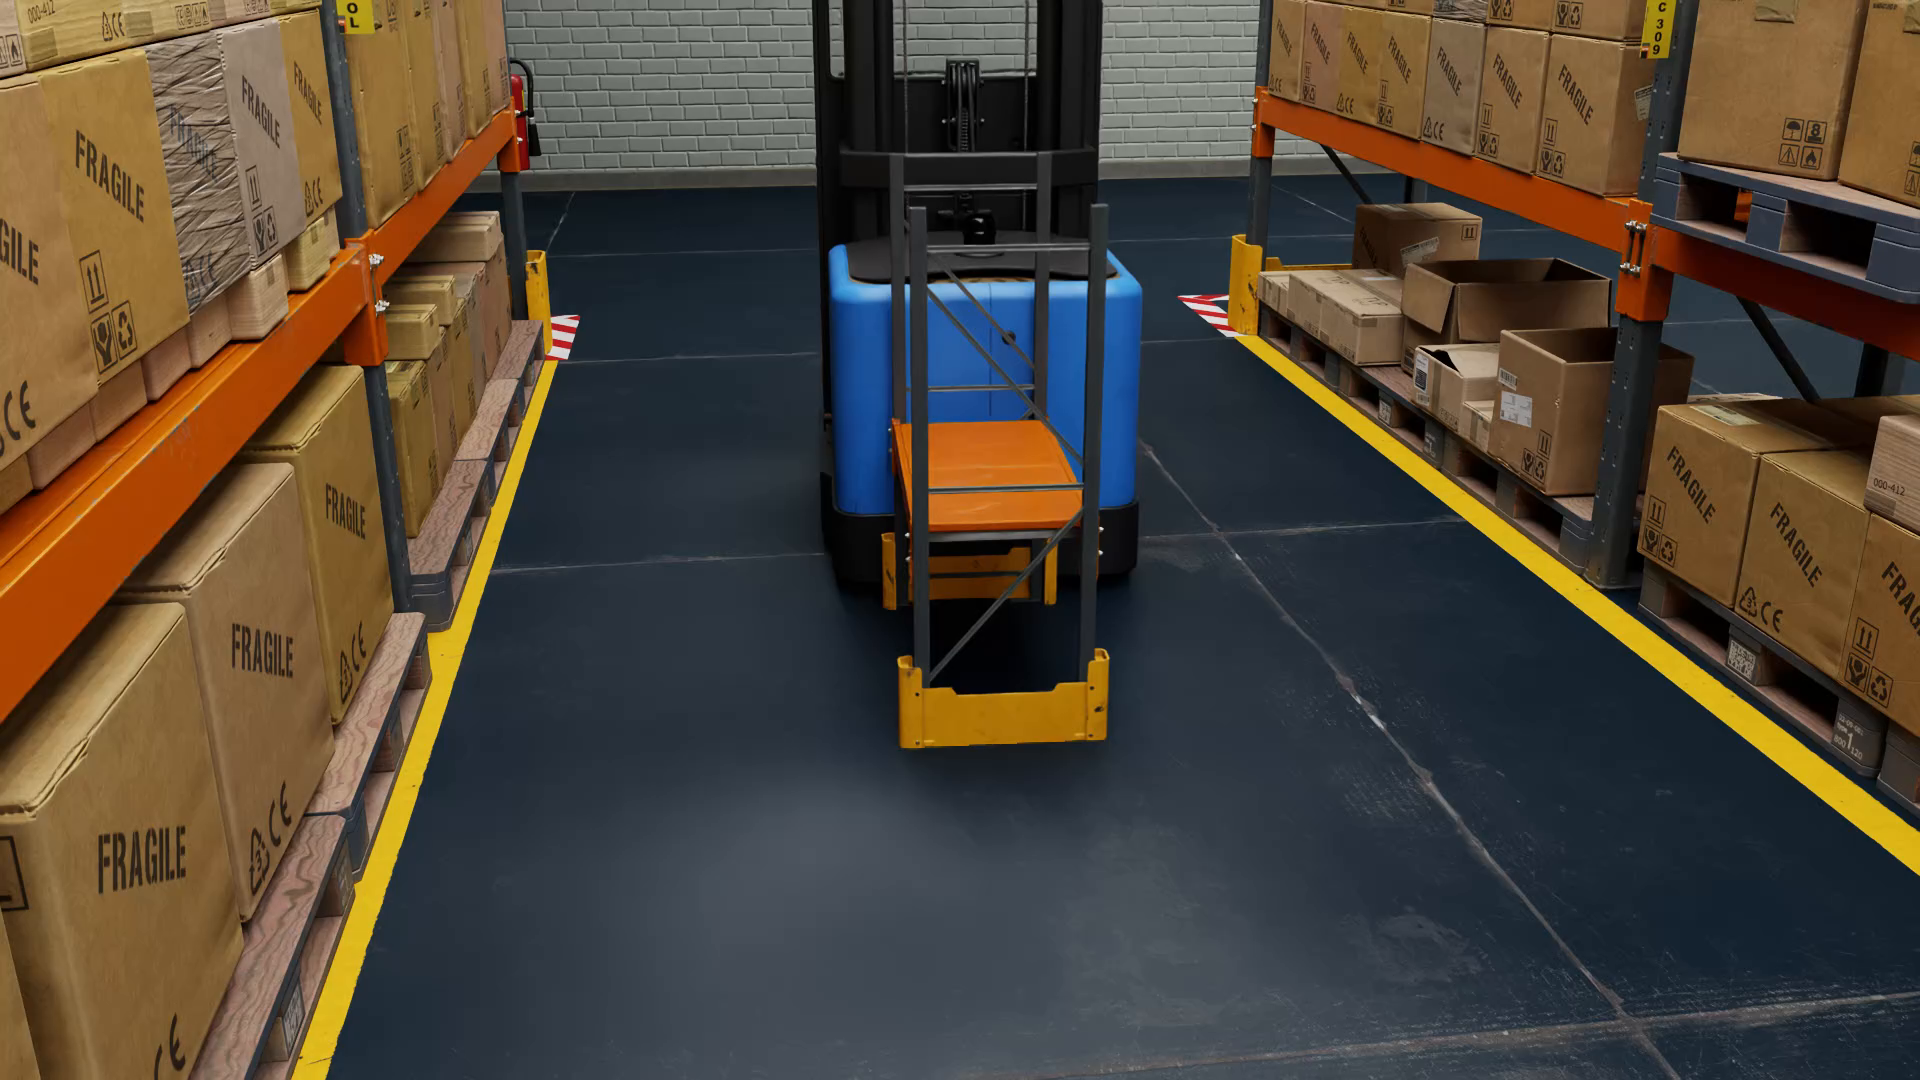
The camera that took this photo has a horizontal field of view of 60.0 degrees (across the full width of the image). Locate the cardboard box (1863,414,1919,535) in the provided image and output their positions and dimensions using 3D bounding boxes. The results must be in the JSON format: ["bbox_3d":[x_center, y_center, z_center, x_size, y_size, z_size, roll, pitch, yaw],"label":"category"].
[{"bbox_3d":[2.664,-0.132,4.155,0.500,0.250,0.500,-3,21,-8],"label":"cardboard box"}]

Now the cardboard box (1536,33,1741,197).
[{"bbox_3d":[2.366,-1.479,5.745,0.500,0.500,0.500,-3,21,-7],"label":"cardboard box"}]

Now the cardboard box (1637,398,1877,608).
[{"bbox_3d":[2.520,-0.127,5.213,0.500,0.500,0.500,-4,21,-10],"label":"cardboard box"}]

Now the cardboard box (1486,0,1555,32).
[{"bbox_3d":[2.286,-2.126,6.050,0.500,0.500,0.500,-3,21,-9],"label":"cardboard box"}]

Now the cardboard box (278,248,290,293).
[{"bbox_3d":[-1.829,-0.631,3.950,0.380,0.149,0.250,-2,21,-6],"label":"cardboard box"}]

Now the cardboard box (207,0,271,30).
[{"bbox_3d":[-1.825,-1.241,3.584,0.500,0.250,0.500,-2,21,-7],"label":"cardboard box"}]

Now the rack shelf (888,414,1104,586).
[{"bbox_3d":[0.078,-0.142,4.966,0.538,0.185,1.000,-2,21,-5],"label":"rack shelf"}]

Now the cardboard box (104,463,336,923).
[{"bbox_3d":[-1.856,0.316,3.556,0.750,0.750,0.750,-2,21,-6],"label":"cardboard box"}]

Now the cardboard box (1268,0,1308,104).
[{"bbox_3d":[1.918,-2.537,8.577,0.500,0.500,0.500,-2,21,-7],"label":"cardboard box"}]

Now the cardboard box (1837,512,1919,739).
[{"bbox_3d":[2.673,0.231,4.256,0.500,0.500,0.500,-3,21,-7],"label":"cardboard box"}]

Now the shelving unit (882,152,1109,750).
[{"bbox_3d":[0.077,-0.313,4.912,0.587,1.500,1.083,-2,21,-5],"label":"shelving unit"}]

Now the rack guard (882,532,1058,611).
[{"bbox_3d":[0.033,0.098,5.595,0.587,0.250,0.087,-2,21,-5],"label":"rack guard"}]

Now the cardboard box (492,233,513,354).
[{"bbox_3d":[-2.587,-1.194,8.098,0.700,0.500,0.500,-3,21,-8],"label":"cardboard box"}]

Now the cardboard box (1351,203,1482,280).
[{"bbox_3d":[2.437,-1.516,8.932,0.500,0.500,0.500,-3,21,-8],"label":"cardboard box"}]

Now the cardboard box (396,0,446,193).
[{"bbox_3d":[-2.372,-1.603,5.791,0.980,0.700,0.700,-3,21,-9],"label":"cardboard box"}]

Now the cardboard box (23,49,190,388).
[{"bbox_3d":[-1.670,-0.546,2.794,0.500,0.500,0.500,-2,21,-6],"label":"cardboard box"}]

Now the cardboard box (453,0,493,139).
[{"bbox_3d":[-2.587,-2.119,7.173,0.980,0.700,0.700,-3,21,-8],"label":"cardboard box"}]

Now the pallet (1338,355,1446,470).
[{"bbox_3d":[2.414,-0.626,7.592,1.003,0.211,1.213,-3,21,-8],"label":"pallet"}]

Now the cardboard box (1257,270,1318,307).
[{"bbox_3d":[1.835,-1.365,9.029,0.380,0.149,0.250,-3,21,-8],"label":"cardboard box"}]

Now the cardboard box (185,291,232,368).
[{"bbox_3d":[-1.763,-0.455,3.477,0.380,0.149,0.250,-3,21,-8],"label":"cardboard box"}]

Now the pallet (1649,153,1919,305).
[{"bbox_3d":[2.699,-0.900,4.612,1.003,0.211,1.213,-3,21,-8],"label":"pallet"}]

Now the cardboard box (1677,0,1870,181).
[{"bbox_3d":[2.538,-1.340,4.774,0.700,0.500,0.500,-10,23,-26],"label":"cardboard box"}]

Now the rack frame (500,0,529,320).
[{"bbox_3d":[-2.786,-2.405,8.370,1.000,3.000,0.127,-3,21,-8],"label":"rack frame"}]

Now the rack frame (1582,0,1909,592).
[{"bbox_3d":[2.692,-1.272,5.334,1.000,3.000,0.127,-3,21,-8],"label":"rack frame"}]

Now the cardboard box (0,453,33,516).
[{"bbox_3d":[-1.665,-0.097,2.519,0.380,0.149,0.250,-3,21,-7],"label":"cardboard box"}]

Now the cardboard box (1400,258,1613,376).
[{"bbox_3d":[2.416,-0.959,7.435,0.797,0.503,0.637,-3,21,-8],"label":"cardboard box"}]

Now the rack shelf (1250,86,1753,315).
[{"bbox_3d":[2.403,-1.627,7.314,1.077,0.370,4.000,-3,21,-8],"label":"rack shelf"}]

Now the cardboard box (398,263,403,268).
[{"bbox_3d":[-2.693,-1.269,7.372,0.380,0.149,0.250,-3,21,-7],"label":"cardboard box"}]

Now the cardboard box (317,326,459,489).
[{"bbox_3d":[-2.285,-0.484,6.199,0.700,0.500,0.500,-3,21,-8],"label":"cardboard box"}]

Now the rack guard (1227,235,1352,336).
[{"bbox_3d":[2.126,-1.459,9.409,1.175,0.500,0.348,-3,21,-8],"label":"rack guard"}]

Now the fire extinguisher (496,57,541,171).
[{"bbox_3d":[-2.352,-2.270,8.650,0.296,0.674,0.183,-3,21,-8],"label":"fire extinguisher"}]

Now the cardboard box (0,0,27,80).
[{"bbox_3d":[-1.598,-0.712,2.166,0.500,0.250,0.500,-3,21,-7],"label":"cardboard box"}]

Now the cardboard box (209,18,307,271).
[{"bbox_3d":[-1.811,-0.893,3.723,0.500,0.500,0.500,-3,21,-7],"label":"cardboard box"}]

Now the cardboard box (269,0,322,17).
[{"bbox_3d":[-1.889,-1.419,4.059,0.500,0.250,0.500,-2,21,-6],"label":"cardboard box"}]

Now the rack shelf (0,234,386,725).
[{"bbox_3d":[-1.922,0.009,2.933,1.077,0.370,4.000,-3,21,-8],"label":"rack shelf"}]

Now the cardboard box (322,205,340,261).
[{"bbox_3d":[-1.881,-0.809,4.427,0.380,0.149,0.250,-3,21,-7],"label":"cardboard box"}]

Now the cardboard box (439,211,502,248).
[{"bbox_3d":[-2.388,-1.462,7.890,0.380,0.149,0.250,-3,21,-8],"label":"cardboard box"}]

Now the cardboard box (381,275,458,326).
[{"bbox_3d":[-2.160,-0.923,6.445,0.380,0.149,0.250,-4,21,-9],"label":"cardboard box"}]

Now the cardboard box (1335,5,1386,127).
[{"bbox_3d":[2.067,-2.184,7.634,0.500,0.500,0.500,-3,21,-8],"label":"cardboard box"}]

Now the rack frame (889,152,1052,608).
[{"bbox_3d":[0.033,-0.487,5.378,0.500,1.500,0.032,-2,21,-5],"label":"rack frame"}]

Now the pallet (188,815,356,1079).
[{"bbox_3d":[-1.845,0.972,3.311,1.003,0.211,1.213,-3,21,-8],"label":"pallet"}]

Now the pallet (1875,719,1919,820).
[{"bbox_3d":[3.025,0.738,3.939,1.003,0.211,1.213,-3,21,-8],"label":"pallet"}]

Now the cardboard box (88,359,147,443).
[{"bbox_3d":[-1.714,-0.275,2.995,0.380,0.149,0.250,-2,21,-6],"label":"cardboard box"}]

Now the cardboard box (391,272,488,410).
[{"bbox_3d":[-2.441,-0.847,7.168,0.700,0.500,0.500,-4,21,-10],"label":"cardboard box"}]

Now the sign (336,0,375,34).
[{"bbox_3d":[-1.674,-1.557,4.555,0.100,0.325,0.005,-3,21,-8],"label":"sign"}]

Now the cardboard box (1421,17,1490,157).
[{"bbox_3d":[2.214,-1.835,6.699,0.500,0.500,0.500,-2,21,-7],"label":"cardboard box"}]

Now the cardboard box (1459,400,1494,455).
[{"bbox_3d":[2.215,-0.452,6.585,0.380,0.149,0.250,-3,21,-8],"label":"cardboard box"}]

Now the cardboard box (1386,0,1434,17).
[{"bbox_3d":[2.142,-2.475,6.984,0.500,0.500,0.500,-3,21,-8],"label":"cardboard box"}]

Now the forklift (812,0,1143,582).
[{"bbox_3d":[-0.033,-1.703,6.587,1.130,2.935,3.031,-2,21,-5],"label":"forklift"}]

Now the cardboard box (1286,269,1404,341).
[{"bbox_3d":[1.985,-1.199,8.440,0.500,0.250,0.500,-3,21,-8],"label":"cardboard box"}]

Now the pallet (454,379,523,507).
[{"bbox_3d":[-2.421,-0.405,6.998,1.003,0.211,1.213,-3,21,-8],"label":"pallet"}]

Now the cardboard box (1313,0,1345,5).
[{"bbox_3d":[2.001,-2.824,7.919,0.500,0.500,0.500,-3,21,-7],"label":"cardboard box"}]
